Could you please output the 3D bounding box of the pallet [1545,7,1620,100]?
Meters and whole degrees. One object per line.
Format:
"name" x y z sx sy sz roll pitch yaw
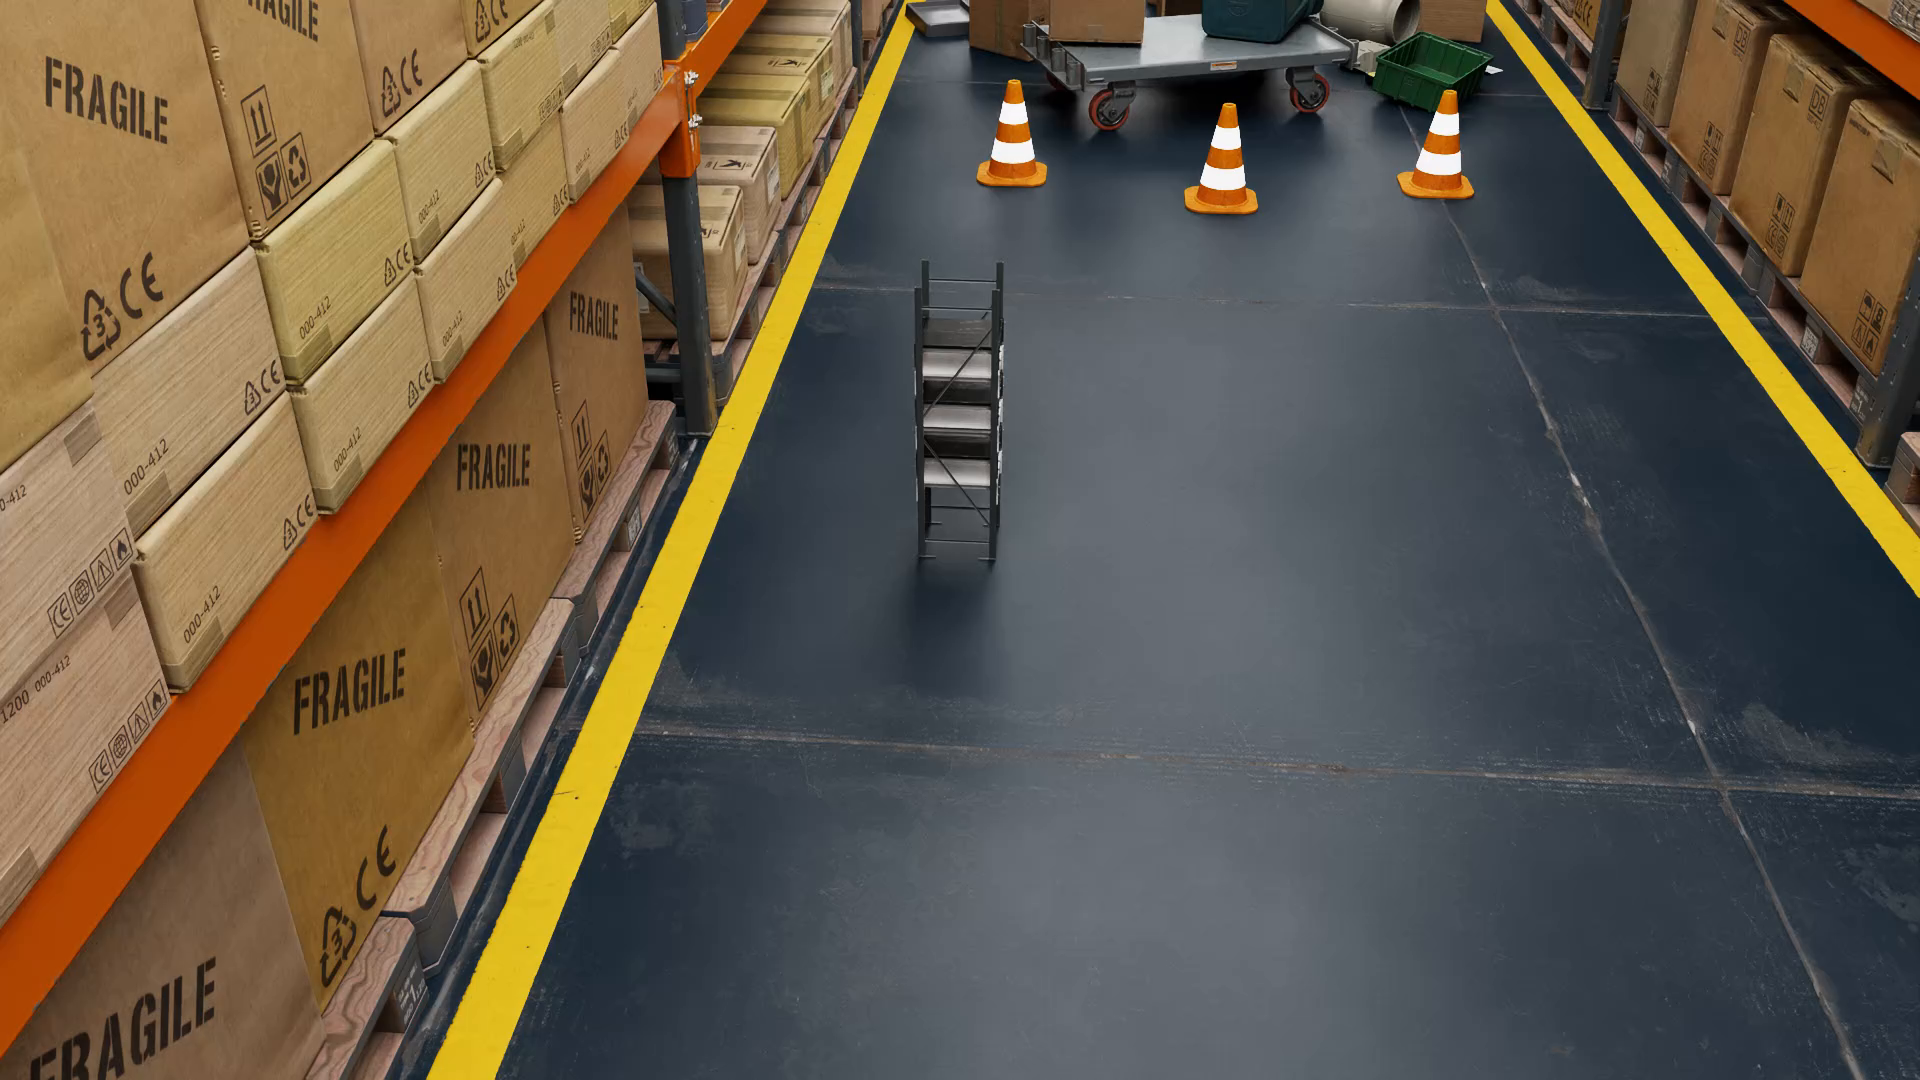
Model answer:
"pallet" 4.043 -2.824 9.631 1.003 0.211 1.213 2 32 4

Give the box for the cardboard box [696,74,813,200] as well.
"cardboard box" -1.189 -1.822 7.451 0.950 0.372 0.625 3 32 6

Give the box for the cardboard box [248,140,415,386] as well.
"cardboard box" -1.291 -0.496 2.862 0.500 0.250 0.500 3 32 5

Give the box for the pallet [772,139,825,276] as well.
"pallet" -1.198 -1.542 7.550 1.003 0.211 1.213 2 32 4

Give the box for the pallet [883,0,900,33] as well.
"pallet" -0.923 -3.581 10.859 1.003 0.211 1.213 2 32 4

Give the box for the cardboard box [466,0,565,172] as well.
"cardboard box" -1.210 -1.032 3.732 0.500 0.250 0.500 2 32 3

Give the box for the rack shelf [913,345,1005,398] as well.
"rack shelf" -0.001 -0.504 4.930 0.258 0.077 0.200 2 32 4

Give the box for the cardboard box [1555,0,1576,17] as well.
"cardboard box" 4.093 -3.689 10.001 0.875 0.875 0.875 3 32 4

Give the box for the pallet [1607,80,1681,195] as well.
"pallet" 3.915 -2.023 8.332 1.003 0.211 1.213 2 32 4

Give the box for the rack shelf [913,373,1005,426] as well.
"rack shelf" -0.001 -0.427 4.977 0.258 0.077 0.200 2 32 4

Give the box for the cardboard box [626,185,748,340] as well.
"cardboard box" -1.309 -1.039 6.181 0.950 0.372 0.625 0 32 1

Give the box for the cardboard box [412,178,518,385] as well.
"cardboard box" -1.243 -0.546 3.420 0.500 0.250 0.500 2 32 3

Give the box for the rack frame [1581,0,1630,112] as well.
"rack frame" 3.903 -3.617 8.260 1.000 3.000 0.127 2 32 4

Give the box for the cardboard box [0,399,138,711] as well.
"cardboard box" -1.373 0.041 1.991 0.500 0.250 0.500 2 32 3

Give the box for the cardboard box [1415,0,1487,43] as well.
"cardboard box" 3.006 -3.409 10.303 0.500 0.500 0.500 8 32 12

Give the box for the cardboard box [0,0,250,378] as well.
"cardboard box" -1.354 -0.546 2.228 0.500 0.500 0.500 2 32 4

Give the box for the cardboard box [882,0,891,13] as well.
"cardboard box" -0.690 -3.360 10.064 0.500 0.250 0.500 4 32 7

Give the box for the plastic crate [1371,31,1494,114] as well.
"plastic crate" 2.611 -2.591 9.221 0.450 0.188 0.662 29 41 23

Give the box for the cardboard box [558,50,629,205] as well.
"cardboard box" -1.173 -1.077 4.281 0.500 0.250 0.500 3 32 5

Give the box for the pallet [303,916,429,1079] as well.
"pallet" -1.703 1.188 3.121 1.003 0.211 1.213 2 32 4

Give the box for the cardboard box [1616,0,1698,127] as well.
"cardboard box" 3.942 -2.510 8.207 1.050 0.750 0.750 2 32 4

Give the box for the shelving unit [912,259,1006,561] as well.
"shelving unit" -0.001 -0.379 5.007 0.258 0.900 0.210 2 32 4

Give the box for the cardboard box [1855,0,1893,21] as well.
"cardboard box" 3.388 -2.076 5.664 0.500 0.500 0.500 2 32 4

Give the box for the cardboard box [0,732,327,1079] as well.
"cardboard box" -1.720 0.806 2.708 0.875 0.875 0.875 3 32 6

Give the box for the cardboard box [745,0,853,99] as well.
"cardboard box" -1.079 -2.561 8.651 0.950 0.372 0.625 3 32 5

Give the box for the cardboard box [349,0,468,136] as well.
"cardboard box" -1.275 -1.078 3.092 0.500 0.500 0.500 2 32 3

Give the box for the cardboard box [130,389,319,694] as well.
"cardboard box" -1.351 -0.018 2.563 0.500 0.250 0.500 2 32 3

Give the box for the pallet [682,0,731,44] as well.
"pallet" -1.413 -1.979 5.786 1.213 0.211 1.003 2 32 4

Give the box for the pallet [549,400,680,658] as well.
"pallet" -1.504 -0.088 5.191 1.003 0.211 1.213 2 32 4

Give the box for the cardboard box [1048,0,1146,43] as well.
"cardboard box" 0.738 -2.973 8.877 0.500 0.500 0.500 2 32 4

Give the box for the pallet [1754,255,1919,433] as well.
"pallet" 3.717 -0.747 6.261 1.003 0.211 1.213 2 32 4

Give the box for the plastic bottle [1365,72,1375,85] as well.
"plastic bottle" 2.421 -2.575 9.370 0.133 0.061 0.283 -14 34 -21

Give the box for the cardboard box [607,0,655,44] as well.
"cardboard box" -1.151 -1.569 4.603 0.500 0.250 0.500 2 32 4

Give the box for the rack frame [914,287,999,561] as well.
"rack frame" -0.009 -0.326 4.921 0.240 0.900 0.006 2 32 4

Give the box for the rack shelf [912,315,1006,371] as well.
"rack shelf" -0.001 -0.580 4.883 0.258 0.077 0.200 2 32 4

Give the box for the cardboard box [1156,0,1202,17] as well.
"cardboard box" 1.599 -3.346 10.071 0.797 0.637 0.503 2 32 4

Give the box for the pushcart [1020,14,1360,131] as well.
"pushcart" 1.238 -2.588 9.090 1.648 0.377 0.936 -8 33 -13

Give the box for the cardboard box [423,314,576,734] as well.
"cardboard box" -1.580 -0.134 4.234 0.875 0.875 0.875 3 32 5

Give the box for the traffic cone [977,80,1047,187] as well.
"traffic cone" 0.255 -1.987 8.034 0.336 0.463 0.334 2 32 4

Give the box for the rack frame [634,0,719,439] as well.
"rack frame" -1.365 -1.684 5.123 1.000 3.000 0.127 2 32 4

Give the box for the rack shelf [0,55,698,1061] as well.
"rack shelf" -1.527 -0.332 3.615 1.077 0.370 4.000 2 32 4

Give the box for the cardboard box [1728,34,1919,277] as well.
"cardboard box" 3.784 -1.518 6.599 1.050 0.750 0.750 3 32 5
